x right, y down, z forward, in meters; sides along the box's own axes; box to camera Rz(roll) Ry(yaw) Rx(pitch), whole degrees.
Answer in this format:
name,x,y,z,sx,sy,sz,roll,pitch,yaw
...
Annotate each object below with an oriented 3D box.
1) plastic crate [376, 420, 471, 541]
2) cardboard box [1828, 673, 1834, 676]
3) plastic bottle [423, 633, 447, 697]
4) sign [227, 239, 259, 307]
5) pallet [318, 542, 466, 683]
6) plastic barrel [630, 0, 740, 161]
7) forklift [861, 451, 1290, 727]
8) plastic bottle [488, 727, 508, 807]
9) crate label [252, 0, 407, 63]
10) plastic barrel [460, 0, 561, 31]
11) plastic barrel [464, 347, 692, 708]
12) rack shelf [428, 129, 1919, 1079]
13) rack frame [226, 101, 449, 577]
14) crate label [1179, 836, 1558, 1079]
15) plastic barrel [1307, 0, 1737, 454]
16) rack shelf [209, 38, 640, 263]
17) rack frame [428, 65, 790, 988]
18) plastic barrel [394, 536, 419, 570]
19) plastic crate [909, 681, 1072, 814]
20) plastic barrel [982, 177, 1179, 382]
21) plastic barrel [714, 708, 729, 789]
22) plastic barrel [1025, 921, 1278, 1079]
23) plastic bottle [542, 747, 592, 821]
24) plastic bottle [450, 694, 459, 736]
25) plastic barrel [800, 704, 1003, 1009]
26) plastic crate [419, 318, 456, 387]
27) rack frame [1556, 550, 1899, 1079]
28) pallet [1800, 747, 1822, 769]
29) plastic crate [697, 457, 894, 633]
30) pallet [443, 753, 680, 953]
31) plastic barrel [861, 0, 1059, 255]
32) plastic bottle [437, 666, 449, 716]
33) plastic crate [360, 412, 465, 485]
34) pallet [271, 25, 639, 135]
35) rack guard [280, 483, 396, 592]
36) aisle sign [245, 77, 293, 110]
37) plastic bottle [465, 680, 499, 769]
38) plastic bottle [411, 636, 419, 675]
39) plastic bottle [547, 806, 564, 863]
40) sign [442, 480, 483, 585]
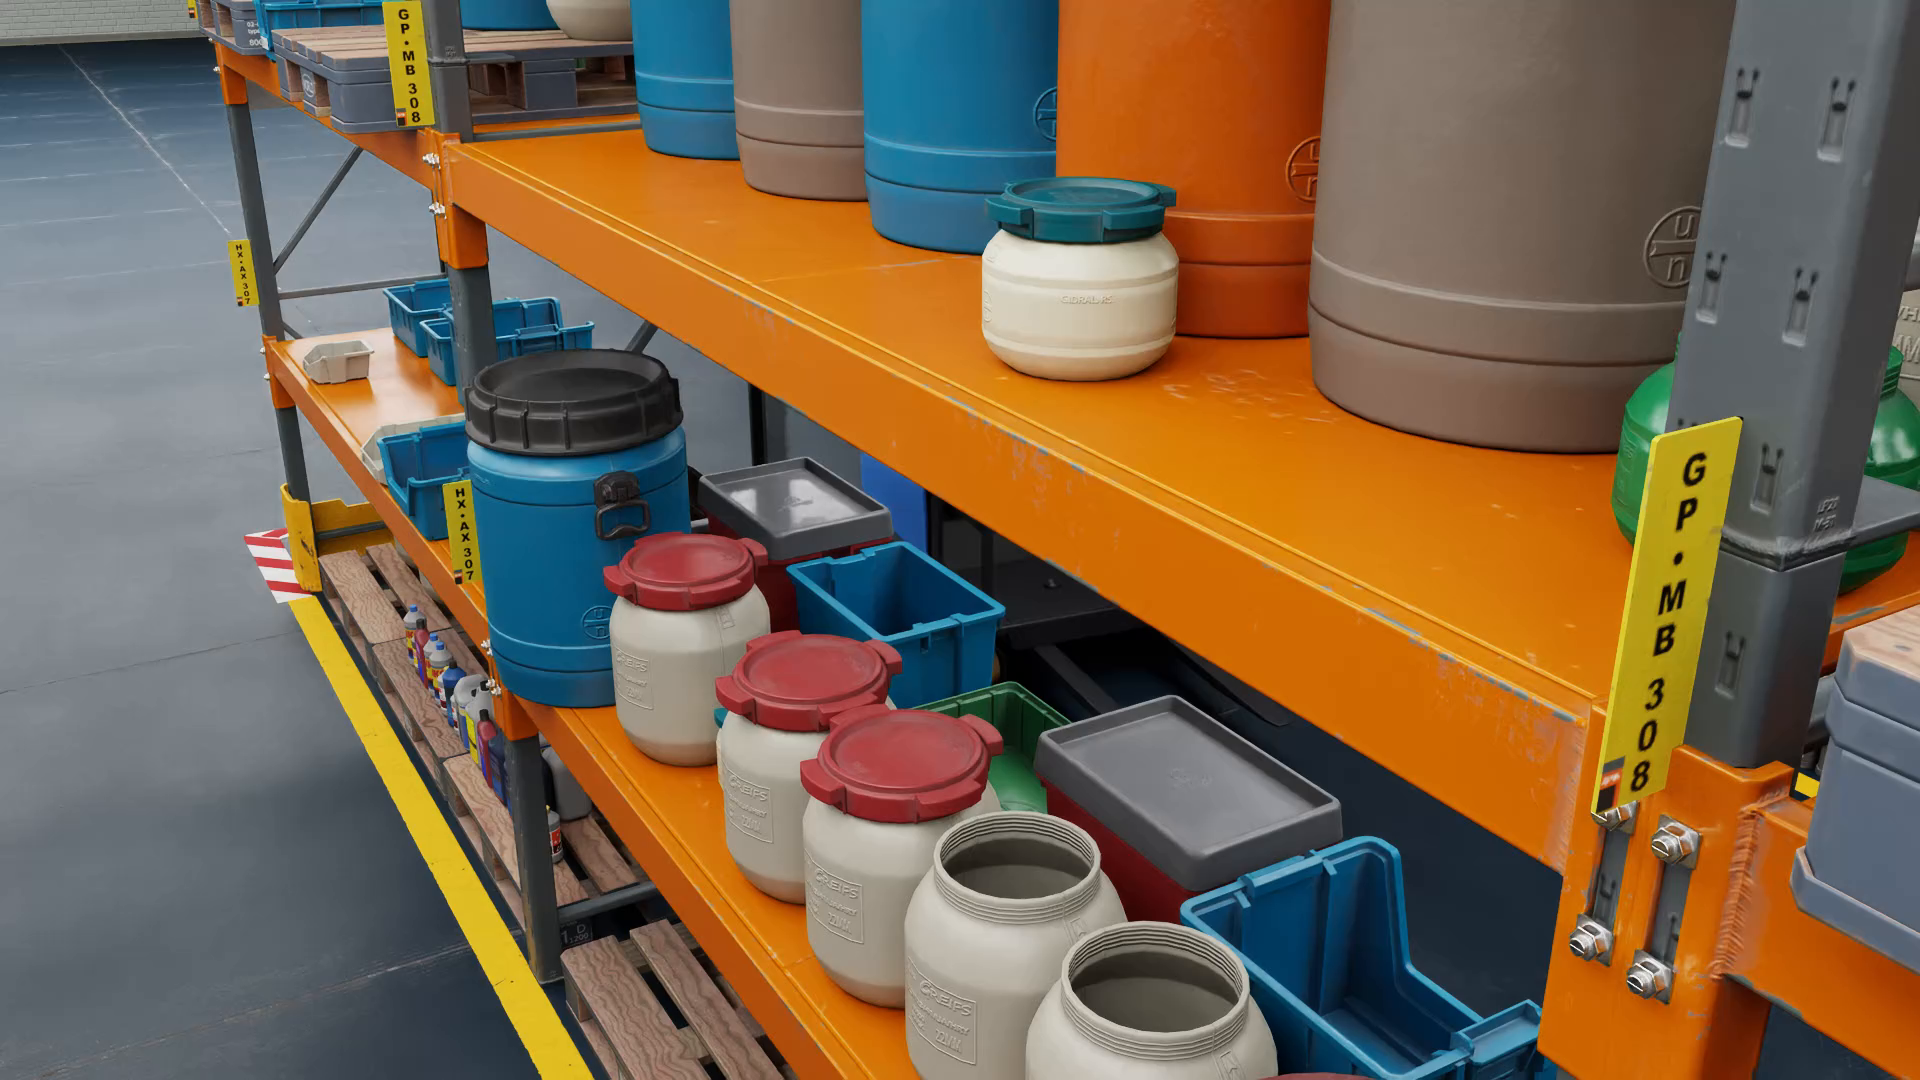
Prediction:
name,x,y,z,sx,sy,sz,roll,pitch,yaw
plastic crate,-1.812,-0.234,6.101,0.499,0.251,0.616,-13,25,-28
cardboard box,3.761,0.383,6.734,0.500,0.311,0.500,-14,26,-30
plastic bottle,-2.223,0.526,7.072,0.097,0.271,0.097,0,22,0
sign,-3.532,-1.315,8.197,0.100,0.325,0.005,-13,25,-28
pallet,-2.567,0.280,8.343,1.003,0.211,1.213,-13,25,-28
plastic barrel,-0.567,-1.496,4.359,0.600,0.901,0.708,-13,25,-28
forklift,0.478,-0.873,7.568,1.130,2.935,3.031,-9,24,-21
plastic bottle,-1.688,0.811,6.265,0.144,0.351,0.185,-14,26,-31
crate label,-2.384,-1.943,6.322,0.502,0.251,0.408,-13,25,-28
plastic barrel,-1.430,-2.156,5.425,0.600,0.901,0.708,-13,25,-28
plastic barrel,-1.076,-0.046,4.775,0.600,0.901,0.708,-13,25,-28
rack shelf,0.008,-0.406,3.298,1.077,0.370,4.000,-13,25,-28
rack frame,-3.057,-1.292,8.506,1.000,3.000,0.127,-13,25,-28
crate label,0.755,0.908,3.047,0.502,0.435,0.616,-13,25,-28
plastic barrel,0.797,-0.631,2.232,0.600,0.901,0.600,0,22,0
rack shelf,-2.035,-1.701,6.484,1.077,0.370,4.000,-13,25,-28
rack frame,-1.013,0.003,5.320,1.000,3.000,0.127,-13,25,-28
plastic barrel,-2.655,-0.135,8.407,0.421,0.512,0.421,0,22,0
plastic crate,0.119,0.611,4.107,0.450,0.188,0.662,-13,25,-28
plastic barrel,0.180,-0.394,2.498,0.301,0.262,0.301,0,22,0
plastic barrel,-0.469,0.525,4.219,0.301,0.262,0.301,0,22,0
plastic barrel,0.321,0.954,2.832,0.421,0.512,0.421,0,22,0
plastic bottle,-1.466,0.846,6.181,0.144,0.351,0.185,-13,25,-28
plastic bottle,-2.017,0.690,6.763,0.097,0.201,0.097,0,22,0
plastic barrel,-0.117,0.670,3.500,0.433,0.535,0.433,0,22,0
plastic crate,-2.217,-0.907,7.757,0.499,0.251,0.408,-13,25,-28
rack frame,1.030,1.298,2.134,1.000,3.000,0.127,-13,25,-28
pallet,3.657,0.574,7.618,1.003,0.211,1.213,-13,25,-28
plastic crate,-0.503,0.071,5.067,0.402,0.464,0.583,-13,25,-28
pallet,-1.321,1.070,6.400,1.003,0.211,1.213,-13,25,-28
plastic barrel,0.101,-1.072,3.317,0.600,0.901,0.708,-13,25,-28
plastic bottle,-2.122,0.623,6.927,0.097,0.201,0.097,0,22,0
plastic crate,-2.060,-0.352,6.543,0.530,0.136,0.437,-13,25,-28
pallet,-1.466,-1.514,5.319,1.213,0.211,1.003,-13,25,-28
rack guard,-2.977,-0.118,8.938,1.175,0.500,0.348,-13,25,-28
aisle sign,-3.345,-2.463,7.935,0.394,0.787,0.004,-13,25,-28
plastic bottle,-1.853,0.707,6.523,0.144,0.351,0.185,-13,25,-29
plastic bottle,-2.345,0.481,7.276,0.097,0.201,0.097,0,22,0
plastic bottle,-1.467,1.038,5.906,0.097,0.201,0.097,0,22,0
sign,-1.492,-0.023,5.016,0.100,0.325,0.005,-13,25,-28
